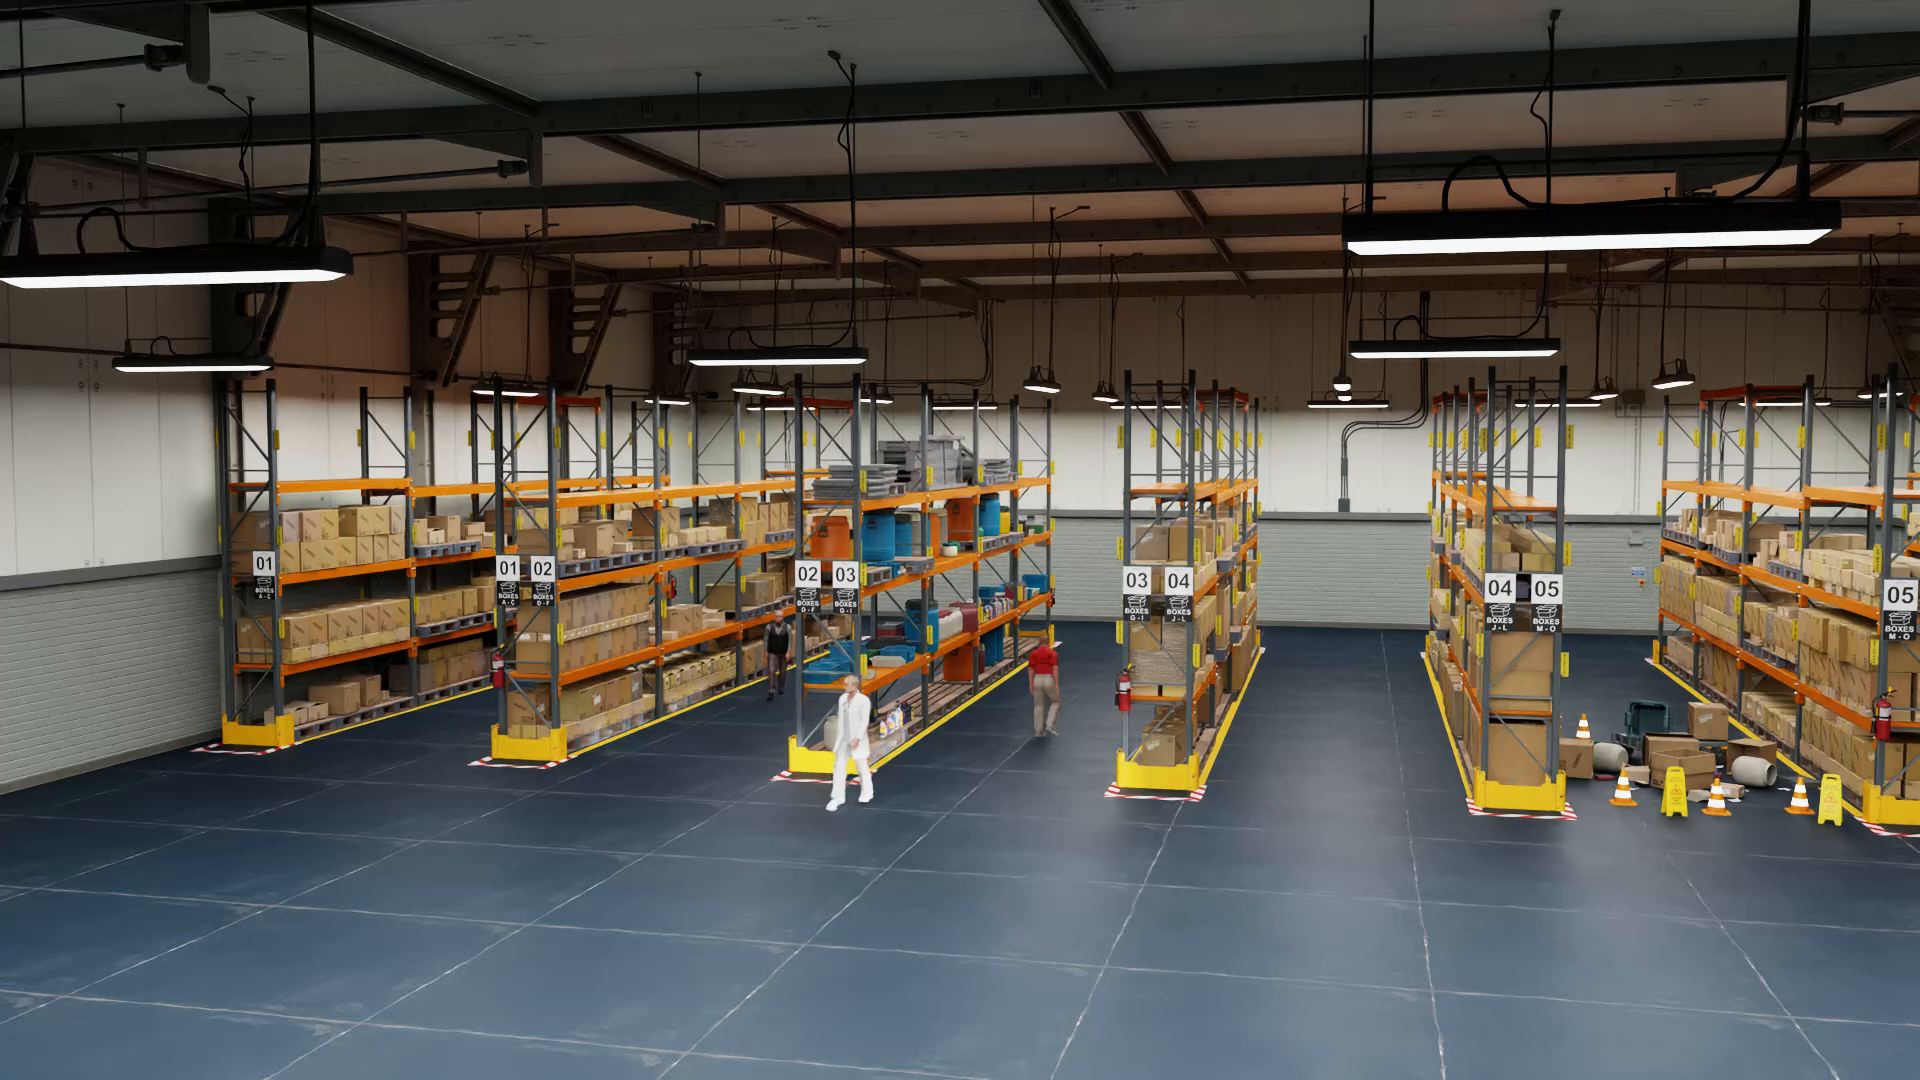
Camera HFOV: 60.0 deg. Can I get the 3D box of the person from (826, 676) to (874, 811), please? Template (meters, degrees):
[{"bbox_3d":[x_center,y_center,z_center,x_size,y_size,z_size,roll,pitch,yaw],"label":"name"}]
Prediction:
[{"bbox_3d":[-1.516,2.753,22.743,0.607,1.777,0.898,2,4,33],"label":"person"}]

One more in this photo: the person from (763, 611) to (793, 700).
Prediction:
[{"bbox_3d":[-3.516,2.204,32.220,0.554,1.675,0.941,-1,4,-12],"label":"person"}]

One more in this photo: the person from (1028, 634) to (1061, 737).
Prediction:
[{"bbox_3d":[1.421,2.457,28.067,0.577,1.725,0.524,2,4,24],"label":"person"}]
